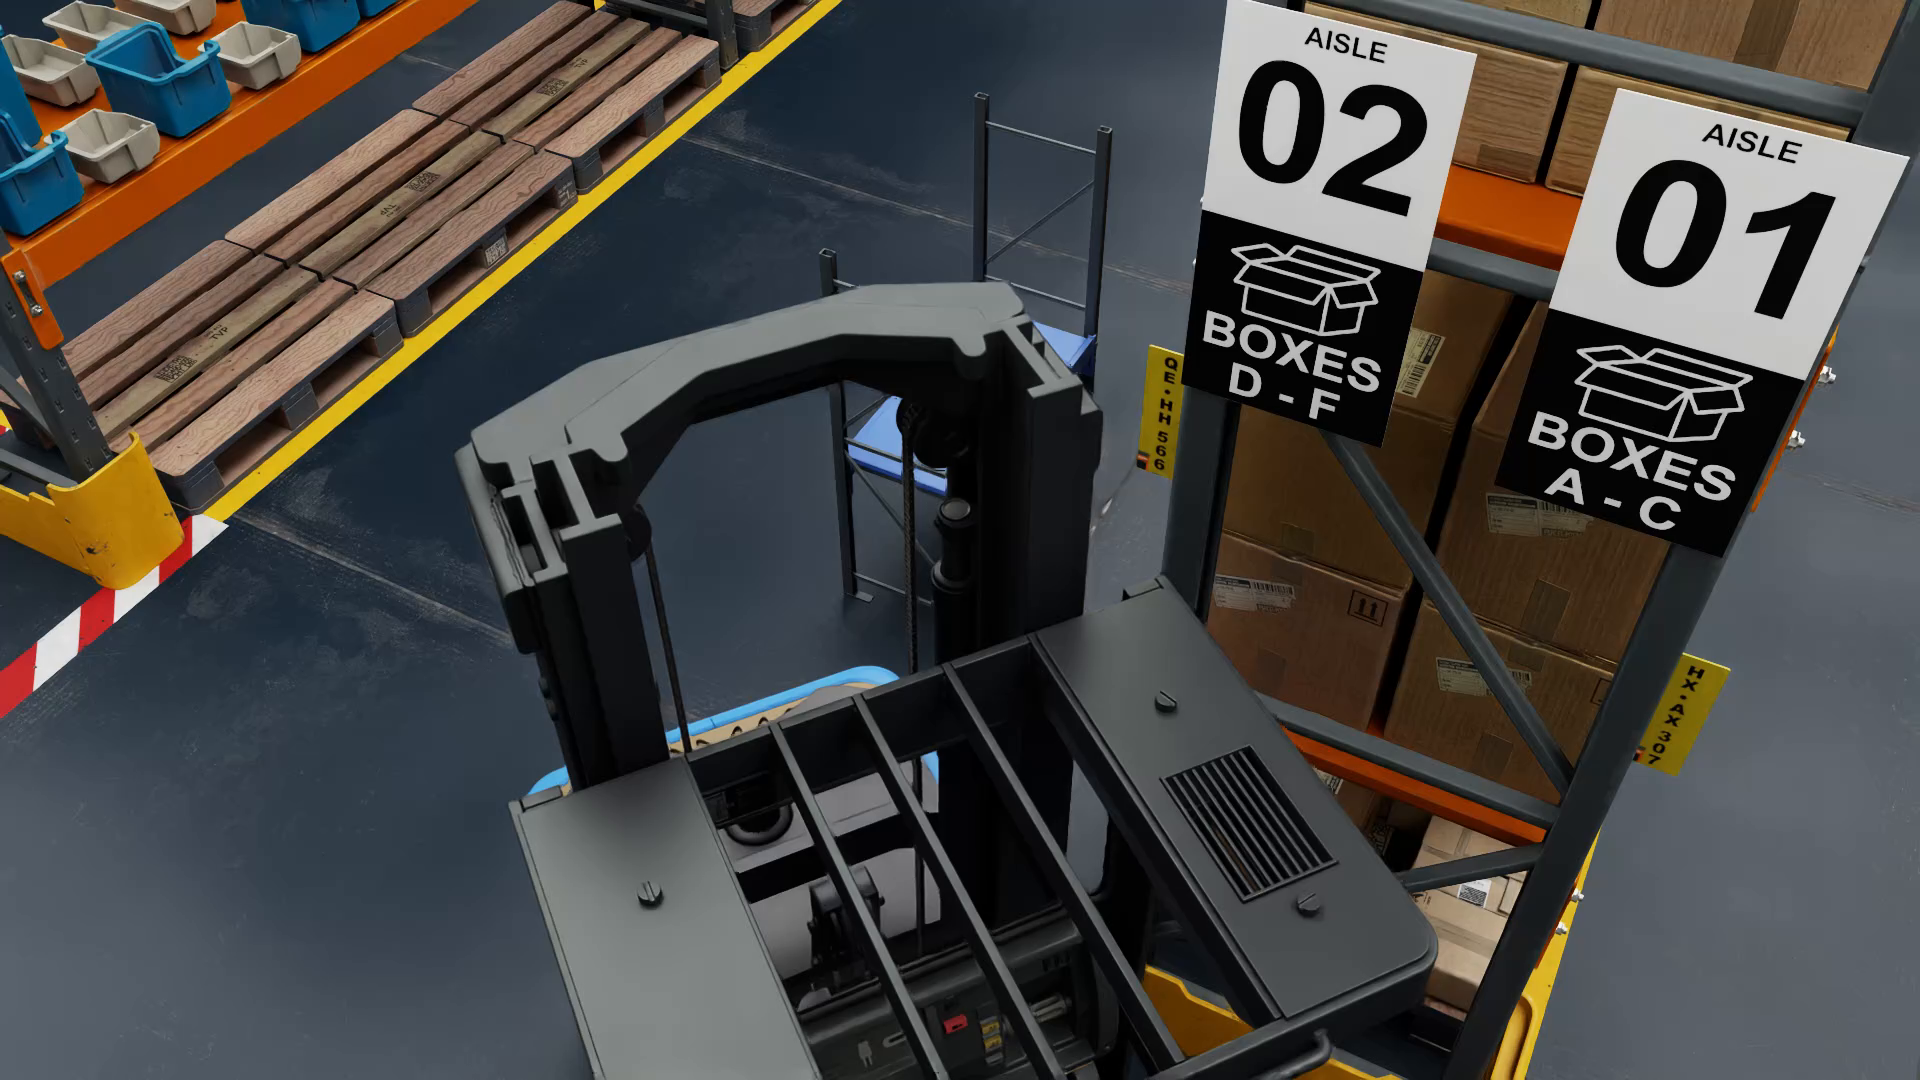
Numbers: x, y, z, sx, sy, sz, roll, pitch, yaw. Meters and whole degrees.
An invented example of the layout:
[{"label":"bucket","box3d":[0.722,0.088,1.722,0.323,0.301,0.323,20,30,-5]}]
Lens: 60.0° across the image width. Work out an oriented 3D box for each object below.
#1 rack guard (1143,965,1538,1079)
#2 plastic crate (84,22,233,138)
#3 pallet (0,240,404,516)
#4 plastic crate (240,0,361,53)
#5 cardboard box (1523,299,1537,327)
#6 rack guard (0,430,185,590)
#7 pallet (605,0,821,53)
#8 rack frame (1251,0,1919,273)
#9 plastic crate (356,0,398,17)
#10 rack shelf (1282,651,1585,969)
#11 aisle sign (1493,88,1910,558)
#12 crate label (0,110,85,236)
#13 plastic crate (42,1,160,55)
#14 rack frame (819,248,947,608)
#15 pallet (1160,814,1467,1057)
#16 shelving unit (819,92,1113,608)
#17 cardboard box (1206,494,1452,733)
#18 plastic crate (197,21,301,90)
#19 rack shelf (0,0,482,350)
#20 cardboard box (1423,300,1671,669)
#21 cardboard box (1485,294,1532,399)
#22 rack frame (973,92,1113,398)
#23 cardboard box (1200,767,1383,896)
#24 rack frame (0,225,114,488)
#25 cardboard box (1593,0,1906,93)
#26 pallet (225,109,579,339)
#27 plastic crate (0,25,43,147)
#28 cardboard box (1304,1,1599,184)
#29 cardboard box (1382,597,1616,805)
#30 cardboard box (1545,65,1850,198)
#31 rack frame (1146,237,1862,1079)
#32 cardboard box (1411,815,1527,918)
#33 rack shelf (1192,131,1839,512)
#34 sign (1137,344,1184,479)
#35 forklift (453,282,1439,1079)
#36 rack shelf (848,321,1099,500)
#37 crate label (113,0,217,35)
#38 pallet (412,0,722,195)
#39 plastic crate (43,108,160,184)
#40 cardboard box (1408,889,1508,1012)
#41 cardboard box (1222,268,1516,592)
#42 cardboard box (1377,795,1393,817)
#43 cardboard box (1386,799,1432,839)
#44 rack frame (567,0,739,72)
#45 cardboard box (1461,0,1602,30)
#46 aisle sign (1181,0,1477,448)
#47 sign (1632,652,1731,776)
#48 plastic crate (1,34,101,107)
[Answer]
[{"label":"rack guard","box3d":[0.933,1.293,4.620,1.175,0.500,0.348,20,49,19]},{"label":"plastic crate","box3d":[-2.776,-1.599,5.797,0.416,0.233,0.300,20,49,19]},{"label":"pallet","box3d":[-3.071,-0.702,6.795,1.003,0.211,1.213,20,49,19]},{"label":"plastic crate","box3d":[-2.471,-2.014,6.207,0.416,0.233,0.300,20,49,19]},{"label":"cardboard box","box3d":[1.573,-0.449,3.811,0.500,0.500,0.500,21,49,19]},{"label":"rack guard","box3d":[-3.488,-0.277,6.173,1.175,0.500,0.348,20,49,19]},{"label":"pallet","box3d":[-1.236,-3.187,9.252,1.003,0.211,1.213,20,49,19]},{"label":"rack frame","box3d":[0.897,-1.646,1.550,1.000,3.000,0.127,20,49,19]},{"label":"plastic crate","box3d":[-2.332,-2.203,6.394,0.416,0.233,0.300,20,49,19]},{"label":"rack shelf","box3d":[1.826,-0.545,5.185,1.077,0.370,4.000,20,49,19]},{"label":"aisle sign","box3d":[1.126,-0.311,2.621,0.394,0.787,0.004,20,49,19]},{"label":"crate label","box3d":[-3.082,-1.184,5.387,0.416,0.233,0.303,20,49,19]},{"label":"plastic crate","box3d":[-3.123,-1.855,6.118,0.396,0.136,0.243,20,49,19]},{"label":"rack frame","box3d":[-0.196,-0.261,5.453,0.500,1.500,0.032,20,49,19]},{"label":"pallet","box3d":[1.302,0.892,5.220,1.003,0.211,1.213,20,49,19]},{"label":"shelving unit","box3d":[0.040,-0.581,5.770,0.538,1.500,1.048,20,49,19]},{"label":"cardboard box","box3d":[0.864,0.055,4.016,0.500,0.500,0.500,22,49,20]},{"label":"plastic crate","box3d":[-2.545,-1.753,6.016,0.250,0.136,0.298,20,49,19]},{"label":"rack shelf","box3d":[-2.560,-2.182,6.804,1.077,0.370,4.000,20,49,19]},{"label":"cardboard box","box3d":[1.337,-0.117,3.483,0.500,0.500,0.500,22,49,20]},{"label":"cardboard box","box3d":[1.094,-0.614,3.974,0.500,0.500,0.500,22,49,20]},{"label":"rack frame","box3d":[0.276,-0.901,6.086,0.500,1.500,0.032,20,49,19]},{"label":"cardboard box","box3d":[0.932,0.763,4.835,0.500,0.500,0.500,20,49,19]},{"label":"rack frame","box3d":[-3.488,-1.175,5.303,1.000,3.000,0.127,20,49,19]},{"label":"cardboard box","box3d":[1.366,-0.953,2.728,0.500,0.250,0.500,20,49,19]},{"label":"pallet","box3d":[-2.504,-1.468,7.552,1.003,0.211,1.213,20,49,19]},{"label":"plastic crate","box3d":[-3.498,-1.481,5.538,0.616,0.435,0.499,20,49,19]},{"label":"cardboard box","box3d":[0.902,-0.950,3.076,0.500,0.250,0.500,20,49,19]},{"label":"cardboard box","box3d":[1.337,0.235,3.839,0.500,0.500,0.500,21,49,20]},{"label":"cardboard box","box3d":[1.361,-0.779,2.907,0.500,0.250,0.500,20,49,19]},{"label":"rack frame","box3d":[0.897,0.462,3.684,1.000,3.000,0.127,20,49,19]},{"label":"cardboard box","box3d":[1.512,0.996,4.839,0.380,0.166,0.250,20,49,19]},{"label":"rack shelf","box3d":[1.826,-1.599,4.118,1.077,0.370,4.000,20,49,19]},{"label":"sign","box3d":[0.415,-0.252,3.353,0.100,0.325,0.005,20,49,19]},{"label":"forklift","box3d":[-0.029,1.135,3.068,1.130,2.935,3.031,-18,48,-17]},{"label":"rack shelf","box3d":[0.040,-0.455,5.898,0.538,0.185,1.000,20,49,19]},{"label":"crate label","box3d":[-3.015,-2.039,6.299,0.396,0.136,0.243,20,49,19]},{"label":"pallet","box3d":[-1.938,-2.239,8.314,1.003,0.211,1.213,20,49,19]},{"label":"plastic crate","box3d":[-2.860,-1.325,5.594,0.250,0.136,0.298,20,49,19]},{"label":"cardboard box","box3d":[1.396,1.160,4.690,0.380,0.149,0.250,20,49,19]},{"label":"cardboard box","box3d":[0.860,-0.295,3.660,0.500,0.500,0.500,20,49,19]},{"label":"cardboard box","box3d":[1.199,0.654,5.177,0.380,0.166,0.250,20,49,19]},{"label":"cardboard box","box3d":[1.633,0.710,5.063,0.500,0.250,0.500,20,49,19]},{"label":"rack frame","box3d":[-1.631,-3.695,7.793,1.000,3.000,0.127,20,49,19]},{"label":"cardboard box","box3d":[0.910,-1.123,2.896,0.500,0.250,0.500,20,49,19]},{"label":"aisle sign","box3d":[0.594,-0.510,2.817,0.394,0.787,0.004,20,49,19]},{"label":"sign","box3d":[1.378,0.337,3.199,0.100,0.325,0.005,20,49,19]},{"label":"plastic crate","box3d":[-3.270,-1.677,5.942,0.396,0.136,0.243,20,49,19]}]
